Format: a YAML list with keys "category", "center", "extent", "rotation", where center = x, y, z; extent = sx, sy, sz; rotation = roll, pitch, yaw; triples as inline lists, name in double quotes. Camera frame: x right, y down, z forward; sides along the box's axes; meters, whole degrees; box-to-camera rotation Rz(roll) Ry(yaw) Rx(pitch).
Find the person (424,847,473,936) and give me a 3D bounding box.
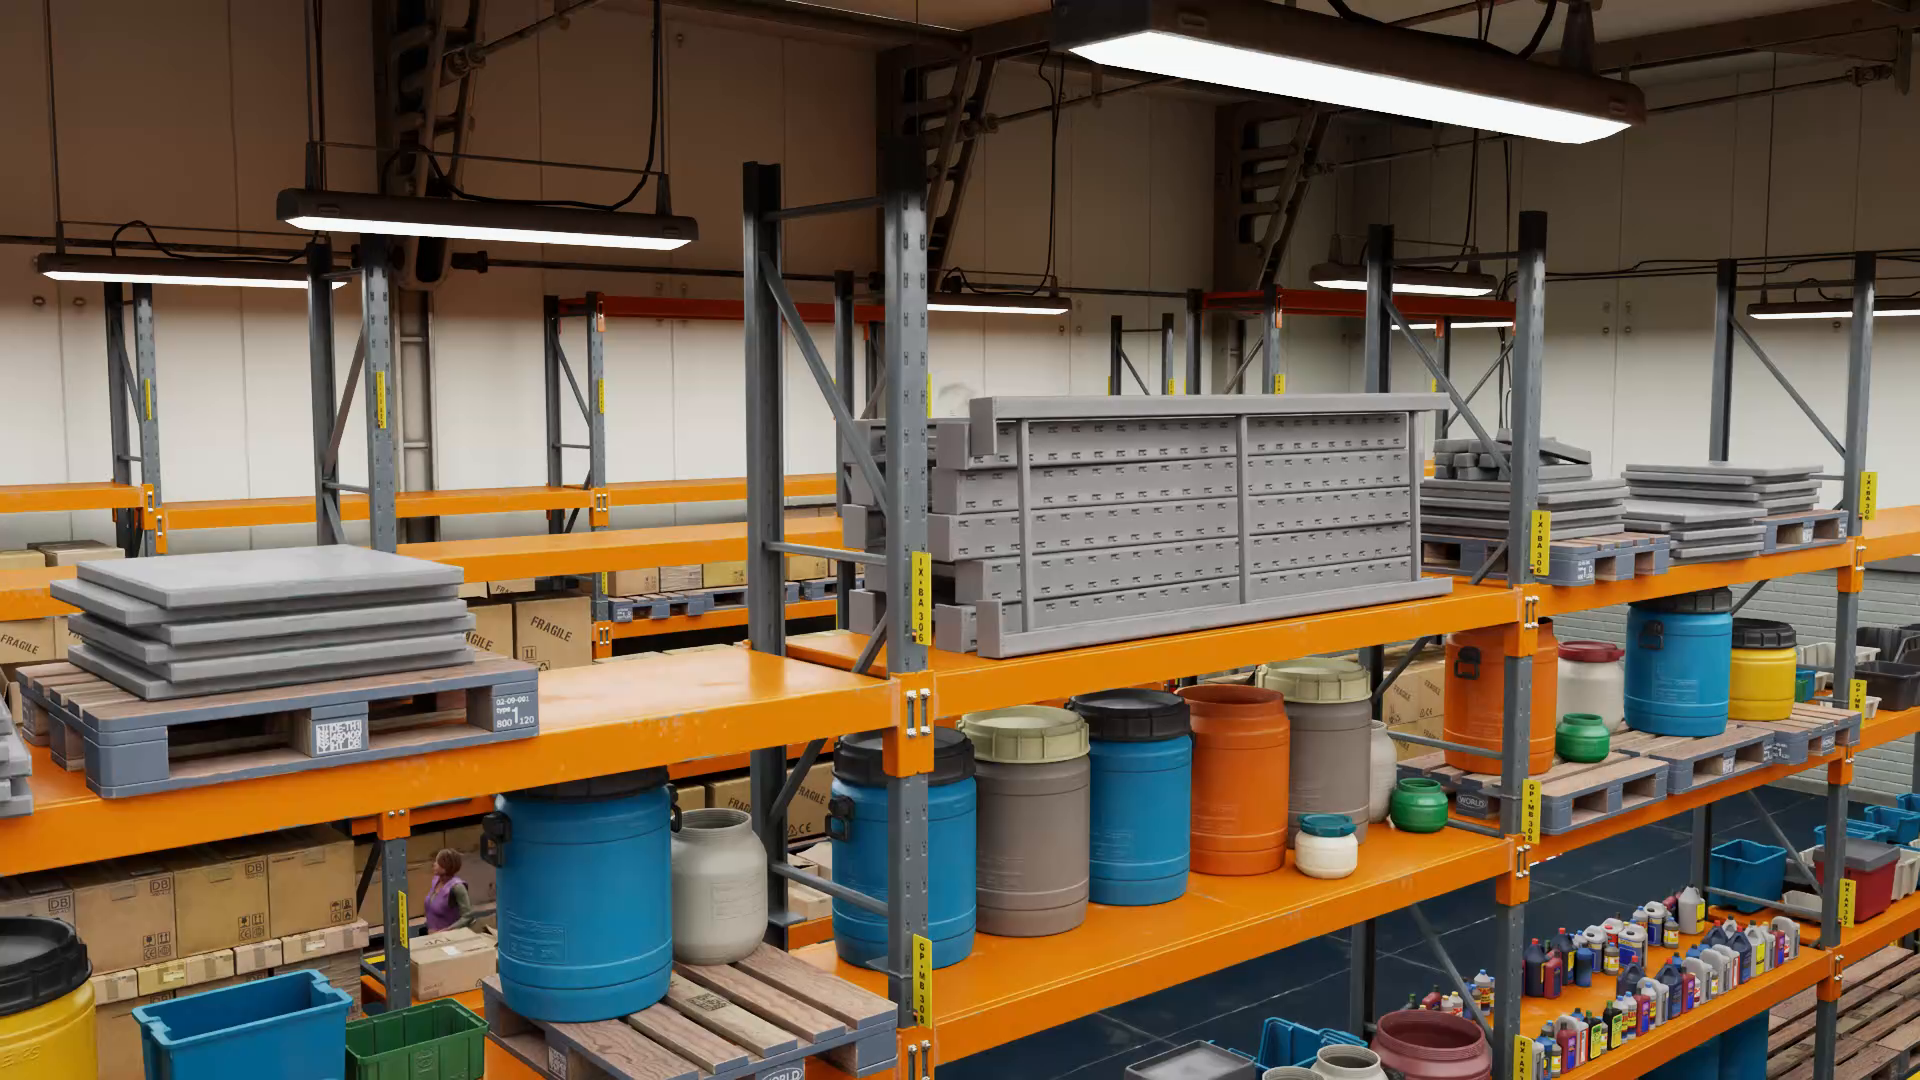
- category: "person"
  center: [-3.964, 3.196, 12.962]
  extent: [0.570, 1.479, 0.542]
  rotation: [-5, 8, -43]
